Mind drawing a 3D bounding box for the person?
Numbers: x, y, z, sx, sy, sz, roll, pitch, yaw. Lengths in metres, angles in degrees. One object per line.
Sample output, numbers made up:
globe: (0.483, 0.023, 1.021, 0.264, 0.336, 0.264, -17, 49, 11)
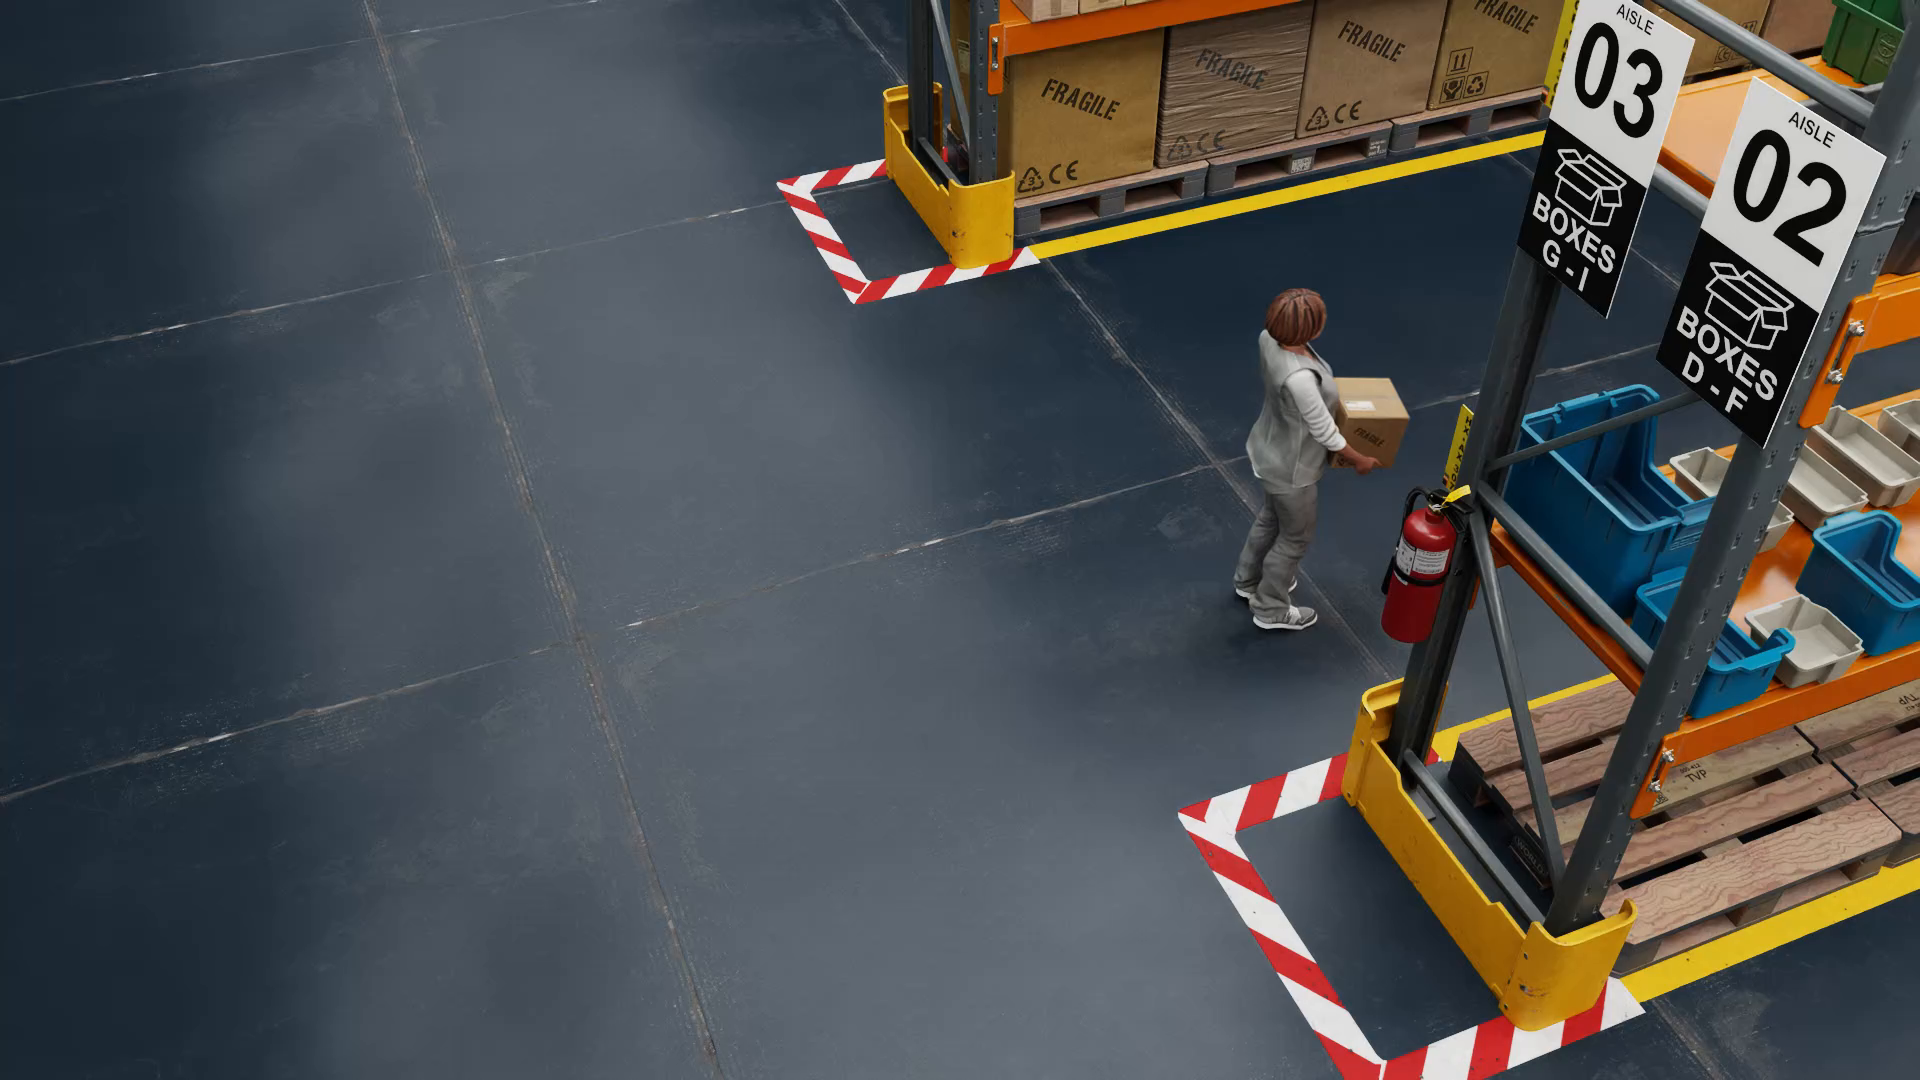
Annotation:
person: (1.360, -0.311, 6.513, 0.495, 1.588, 0.406, -5, 43, -5)
